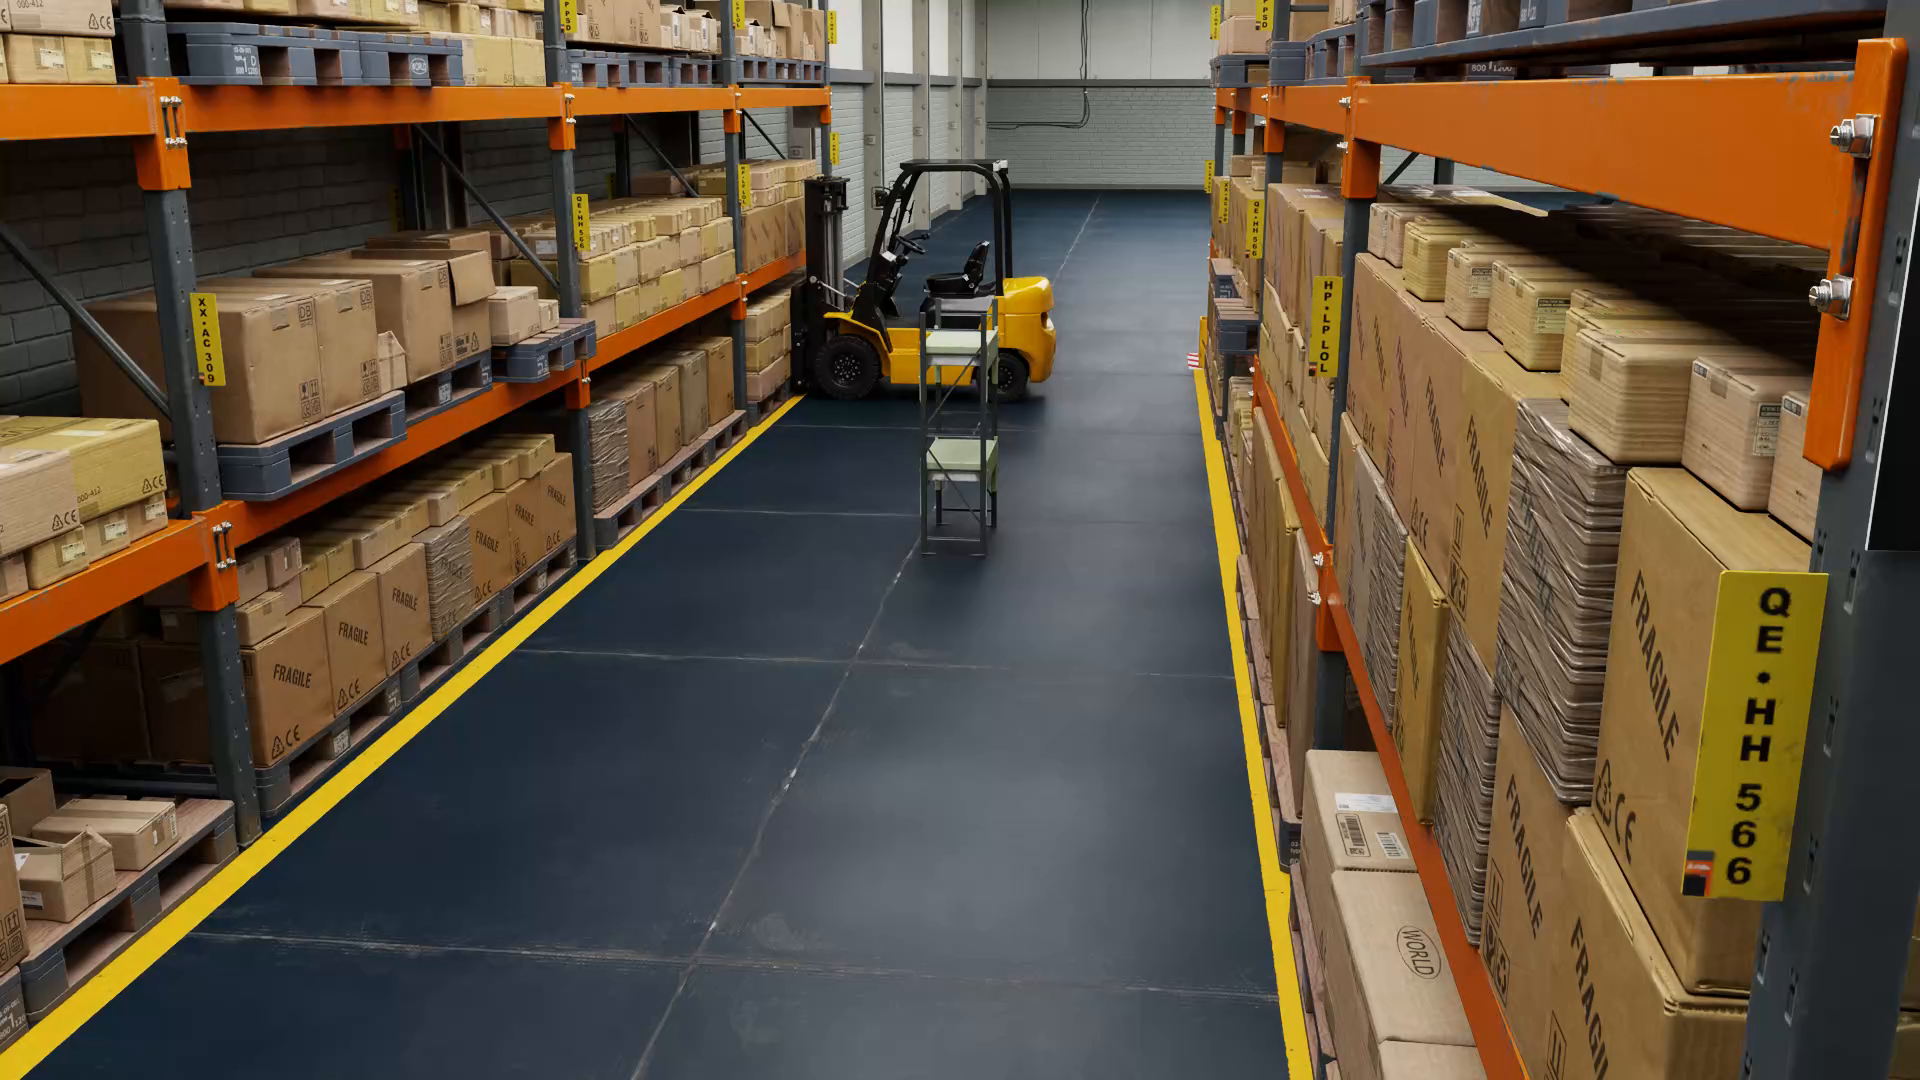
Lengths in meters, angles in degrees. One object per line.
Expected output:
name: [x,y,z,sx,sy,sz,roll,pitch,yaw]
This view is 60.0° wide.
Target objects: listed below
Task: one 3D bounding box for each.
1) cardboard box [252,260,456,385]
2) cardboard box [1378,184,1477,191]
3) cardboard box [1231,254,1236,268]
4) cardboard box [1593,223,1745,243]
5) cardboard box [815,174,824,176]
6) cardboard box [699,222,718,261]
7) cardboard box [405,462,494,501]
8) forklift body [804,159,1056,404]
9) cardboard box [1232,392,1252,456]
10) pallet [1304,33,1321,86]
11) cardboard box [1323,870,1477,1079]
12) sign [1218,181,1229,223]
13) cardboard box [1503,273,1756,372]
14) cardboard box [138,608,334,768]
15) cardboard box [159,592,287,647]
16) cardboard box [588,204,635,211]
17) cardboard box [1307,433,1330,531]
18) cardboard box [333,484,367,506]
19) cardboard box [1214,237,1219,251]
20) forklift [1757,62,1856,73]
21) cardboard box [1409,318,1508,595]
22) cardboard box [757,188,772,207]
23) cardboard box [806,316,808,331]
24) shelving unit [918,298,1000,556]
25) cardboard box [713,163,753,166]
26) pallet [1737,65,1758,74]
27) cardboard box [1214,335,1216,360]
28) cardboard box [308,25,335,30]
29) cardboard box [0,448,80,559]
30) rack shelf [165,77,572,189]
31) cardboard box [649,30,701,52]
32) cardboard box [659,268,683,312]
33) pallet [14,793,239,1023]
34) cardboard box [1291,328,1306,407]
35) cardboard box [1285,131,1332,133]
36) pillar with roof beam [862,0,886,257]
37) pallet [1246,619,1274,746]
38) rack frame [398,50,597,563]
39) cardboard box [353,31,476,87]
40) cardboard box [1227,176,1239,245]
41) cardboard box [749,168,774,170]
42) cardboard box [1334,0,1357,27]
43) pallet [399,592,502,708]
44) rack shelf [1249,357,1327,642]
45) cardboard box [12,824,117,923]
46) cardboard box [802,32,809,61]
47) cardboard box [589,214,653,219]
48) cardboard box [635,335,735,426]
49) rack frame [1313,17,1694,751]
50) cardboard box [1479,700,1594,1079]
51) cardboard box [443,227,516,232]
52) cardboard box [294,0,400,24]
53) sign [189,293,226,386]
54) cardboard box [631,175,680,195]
cardboard box: [-2.776,-1.011,7.658,0.700,0.500,0.500,2,15,6]
cardboard box: [2.386,-1.584,8.668,0.500,0.500,0.500,1,15,5]
cardboard box: [2.222,-2.116,12.416,0.380,0.149,0.250,2,15,7]
cardboard box: [1.828,-0.717,4.217,0.380,0.149,0.250,2,15,6]
cardboard box: [-1.606,-3.679,17.086,0.380,0.149,0.250,2,15,7]
cardboard box: [-2.149,-2.278,12.671,0.500,0.250,0.500,1,15,5]
cardboard box: [-2.701,-0.308,8.797,0.380,0.149,0.250,2,15,8]
forklift body: [-0.247,-2.460,15.640,2.313,2.155,1.214,2,15,6]
cardboard box: [2.501,-0.844,12.267,0.950,0.372,0.625,3,15,10]
pallet: [2.041,-2.093,7.273,1.003,0.211,1.213,2,15,9]
cardboard box: [1.455,1.268,4.330,0.875,0.438,0.875,1,15,5]
sign: [2.095,-2.665,13.111,0.100,0.325,0.005,2,15,6]
cardboard box: [1.212,-0.396,3.030,0.380,0.149,0.250,2,15,8]
cardboard box: [-2.922,0.582,6.747,0.500,0.500,0.500,2,15,9]
cardboard box: [-2.895,0.303,6.538,0.380,0.149,0.250,2,15,9]
cardboard box: [-2.670,-2.455,12.560,0.380,0.149,0.250,2,15,6]
cardboard box: [1.533,-0.209,5.977,0.500,0.250,0.500,1,15,5]
cardboard box: [-3.210,-0.187,8.347,0.380,0.149,0.250,2,15,7]
cardboard box: [2.643,-2.870,16.011,0.380,0.149,0.250,2,15,7]
forklift: [4.890,-1.333,9.976,1.130,2.935,3.031,2,15,7]
cardboard box: [1.247,-0.178,3.468,0.500,0.500,0.500,2,15,6]
cardboard box: [-1.869,-3.012,14.619,0.380,0.149,0.250,2,15,7]
cardboard box: [-1.695,-2.132,16.307,0.500,0.250,0.500,1,15,5]
shelving unit: [0.001,-0.726,10.473,0.431,1.500,0.755,2,15,6]
cardboard box: [-2.222,-3.571,16.118,0.380,0.149,0.250,2,15,8]
pallet: [7.943,-4.363,15.474,1.003,0.211,1.213,2,15,6]
cardboard box: [2.547,-1.896,14.953,0.500,0.500,0.500,3,15,9]
cardboard box: [-3.199,-2.492,7.908,0.380,0.149,0.250,1,15,5]
cardboard box: [-3.057,-0.105,5.020,0.500,0.250,0.500,2,15,6]
rack shelf: [-2.974,-1.923,7.657,1.077,0.370,4.000,2,15,6]
cardboard box: [-2.119,-3.662,12.195,0.380,0.149,0.250,2,15,6]
cardboard box: [-2.282,-1.775,11.766,0.500,0.250,0.500,2,15,8]
pallet: [-3.278,1.221,5.742,1.003,0.211,1.213,2,15,6]
cardboard box: [1.642,-0.713,6.881,0.500,0.250,0.500,2,15,8]
cardboard box: [2.980,-3.147,13.876,0.700,0.500,0.500,2,15,7]
pillar with roof beam: [2.812,-9.143,27.235,9.100,9.000,0.400,2,15,6]
pallet: [1.880,0.669,7.785,1.003,0.211,1.213,2,15,6]
rack frame: [-2.748,-1.341,9.873,1.000,3.000,0.127,2,15,6]
cardboard box: [-2.677,-2.316,8.020,0.500,0.250,0.500,2,15,6]
cardboard box: [2.297,-2.514,12.647,0.500,0.500,0.500,2,15,8]
cardboard box: [-1.900,-3.293,15.091,0.380,0.149,0.250,2,15,6]
cardboard box: [1.623,-2.000,5.933,0.500,0.311,0.500,2,15,6]
pallet: [-3.010,0.514,8.358,1.003,0.211,1.213,2,15,6]
rack shelf: [1.958,-0.329,7.512,1.077,0.370,4.000,2,15,6]
cardboard box: [-3.011,1.060,5.430,0.396,0.266,0.258,2,15,8]
cardboard box: [-1.666,-4.760,16.033,0.396,0.266,0.258,2,15,6]
cardboard box: [-2.351,-2.181,11.548,0.380,0.149,0.250,2,15,6]
cardboard box: [-2.345,-1.299,13.463,0.875,0.625,0.625,2,15,9]
rack frame: [1.733,-0.158,5.499,1.000,3.000,0.127,2,15,6]
cardboard box: [1.144,0.569,2.621,0.500,0.500,0.500,1,15,5]
cardboard box: [-2.994,-1.863,10.373,0.380,0.149,0.250,2,15,8]
cardboard box: [-2.620,-2.277,7.076,0.380,0.149,0.250,2,15,8]
sign: [-2.660,-0.707,5.872,0.100,0.325,0.005,2,15,6]
cardboard box: [-2.561,-2.975,13.912,0.380,0.149,0.250,2,15,6]
